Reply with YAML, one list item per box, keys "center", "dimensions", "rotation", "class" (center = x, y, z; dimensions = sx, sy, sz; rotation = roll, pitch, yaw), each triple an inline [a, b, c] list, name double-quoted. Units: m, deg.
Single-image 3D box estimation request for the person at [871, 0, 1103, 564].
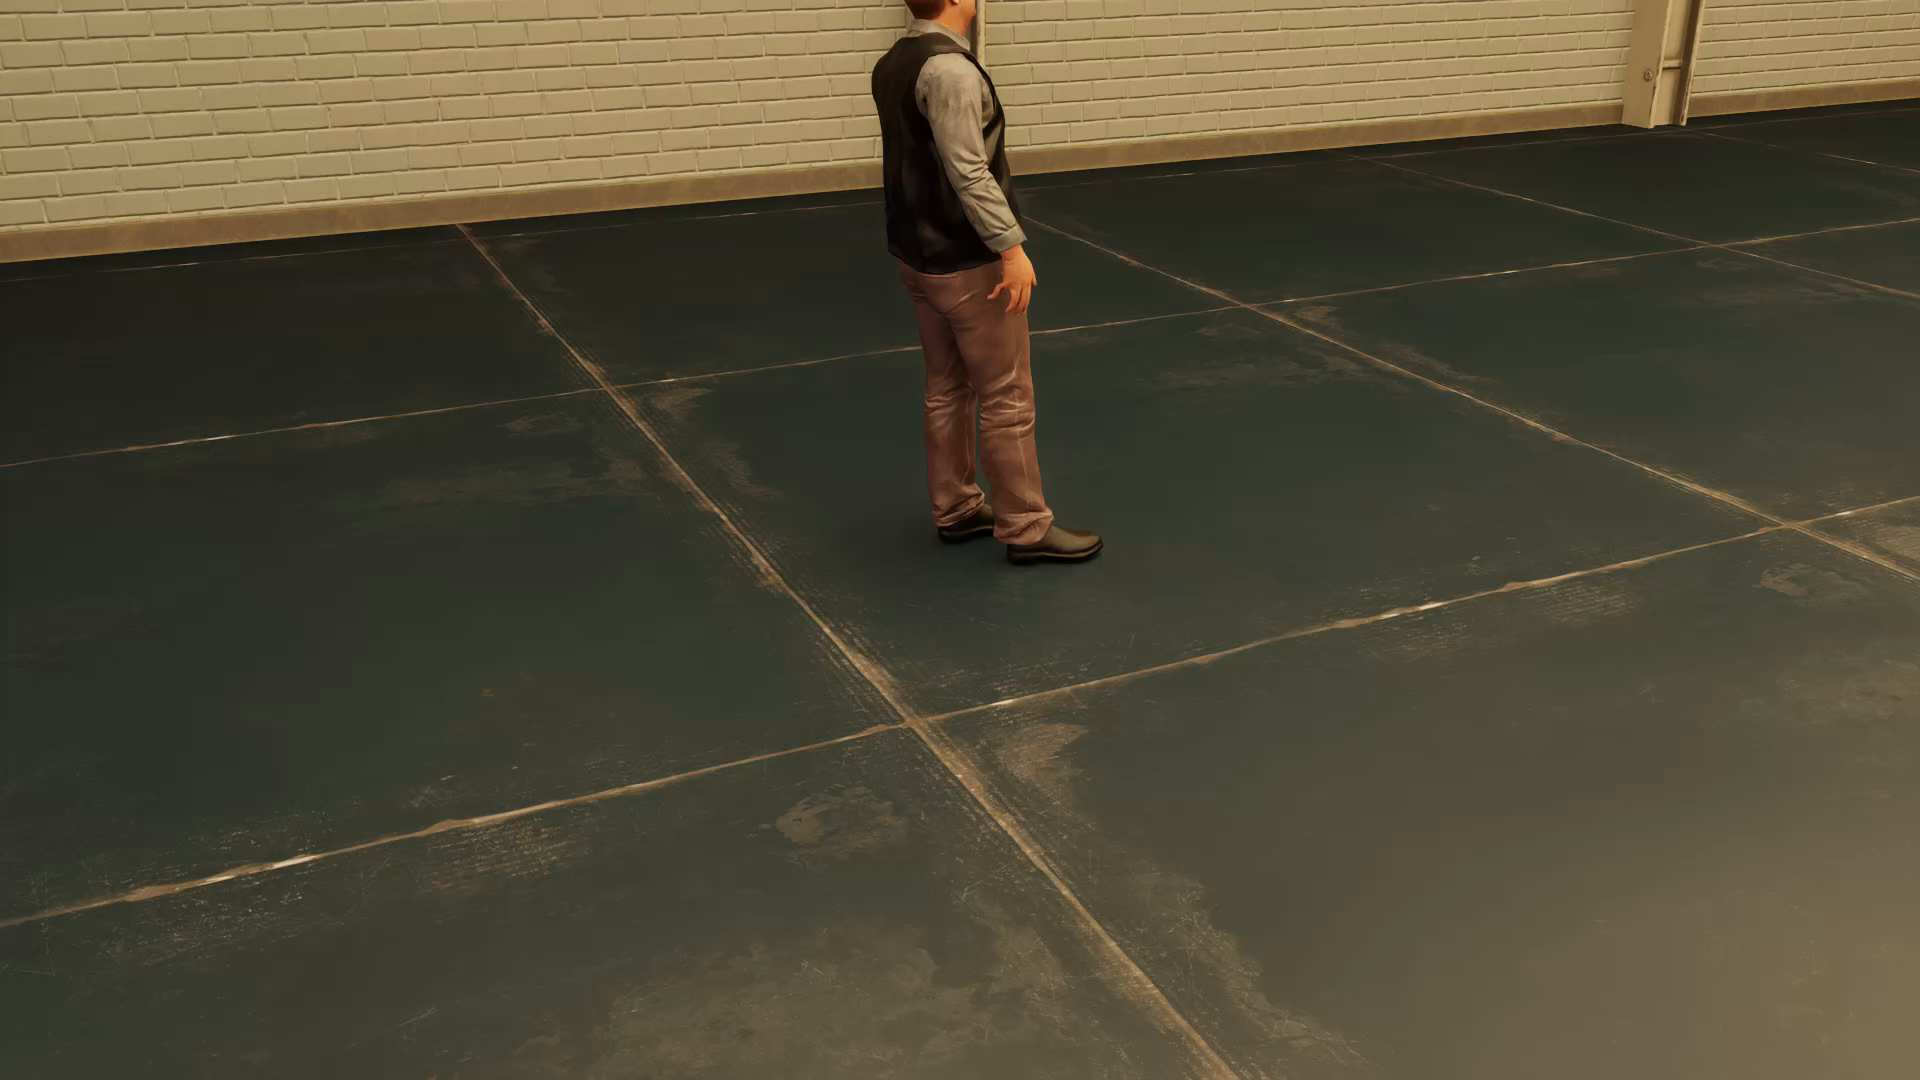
- center: [0.059, -0.809, 4.791]
  dimensions: [0.568, 1.720, 0.632]
  rotation: [-10, 25, -23]
  class: "person"
